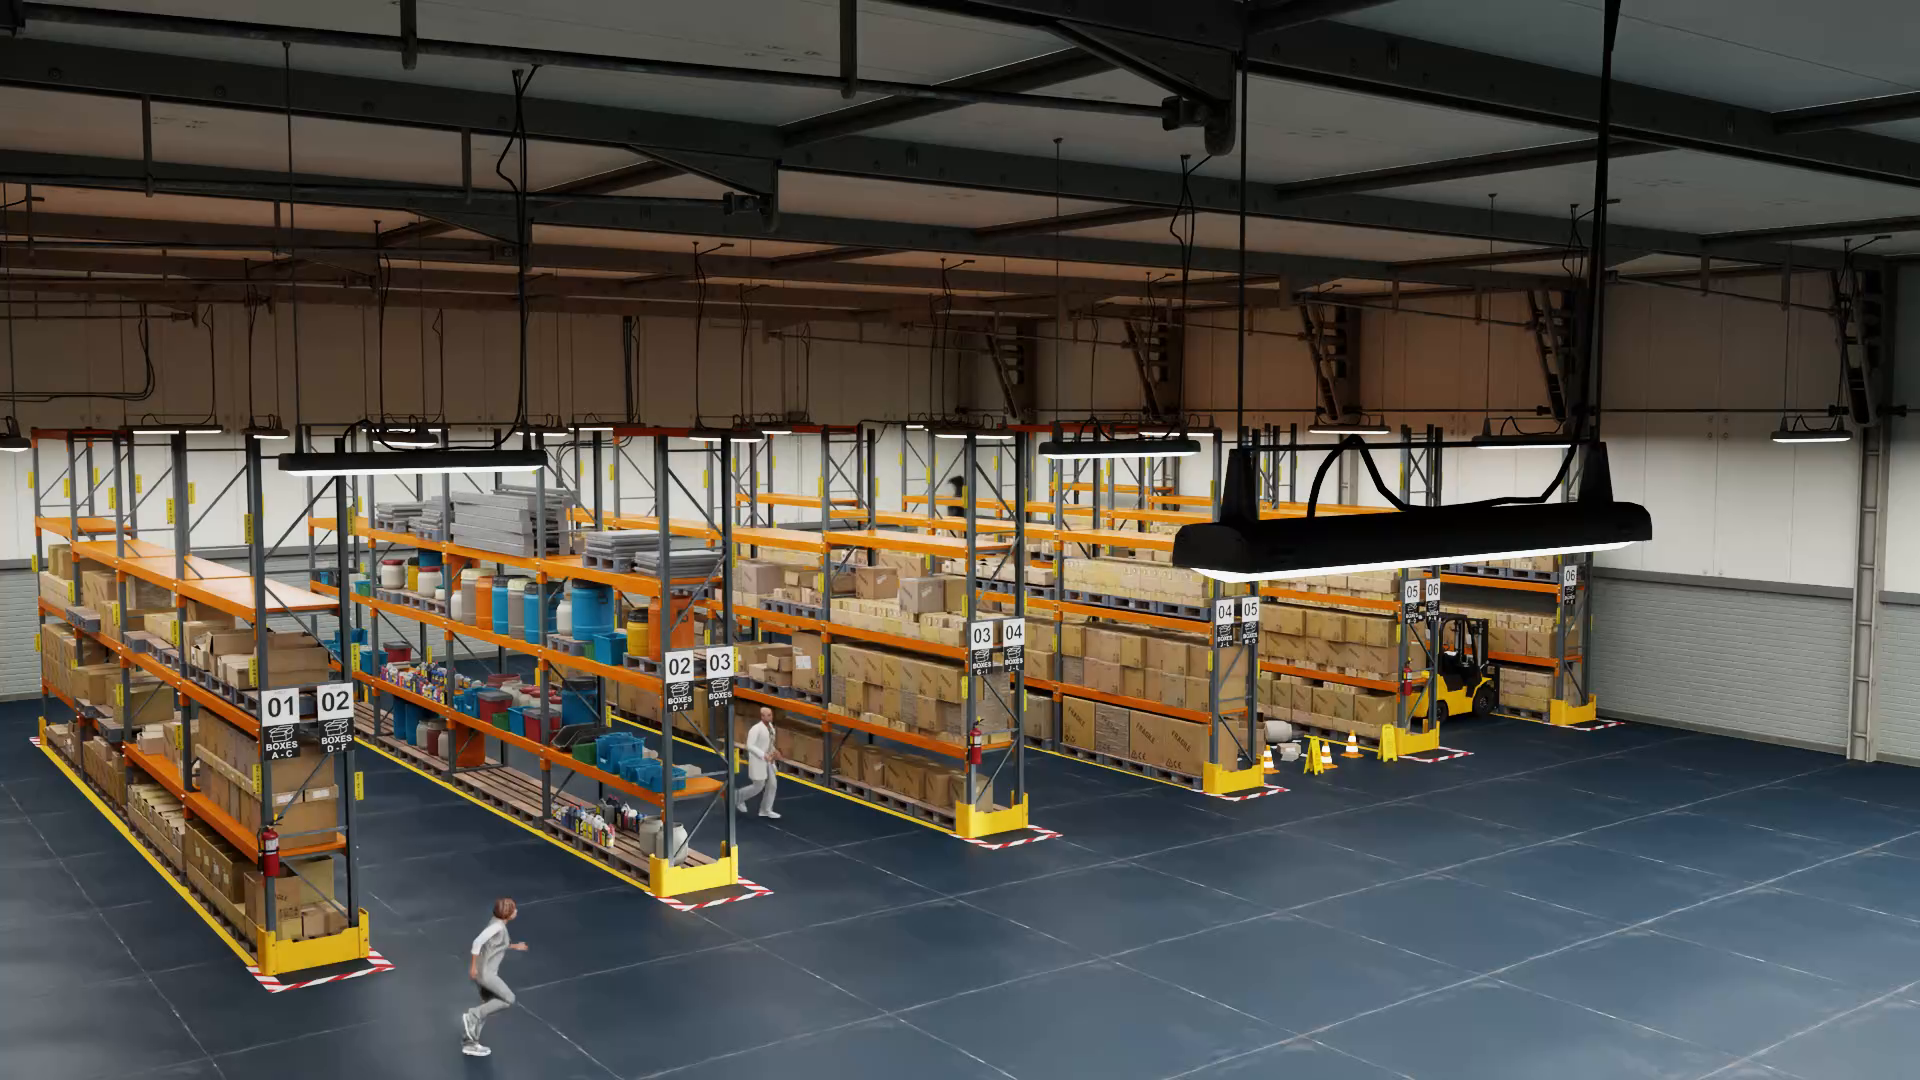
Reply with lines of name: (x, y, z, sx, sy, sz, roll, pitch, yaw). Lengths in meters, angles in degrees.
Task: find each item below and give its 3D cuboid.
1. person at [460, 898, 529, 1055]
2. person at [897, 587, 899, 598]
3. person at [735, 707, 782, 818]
person: (-4.583, 4.291, 16.362, 0.671, 1.526, 0.543, -1, 5, -17)
person: (-1.783, 1.910, 44.993, 0.644, 1.782, 0.695, 4, 6, 41)
person: (-3.149, 3.451, 25.823, 0.798, 1.721, 0.712, 2, 5, 28)
